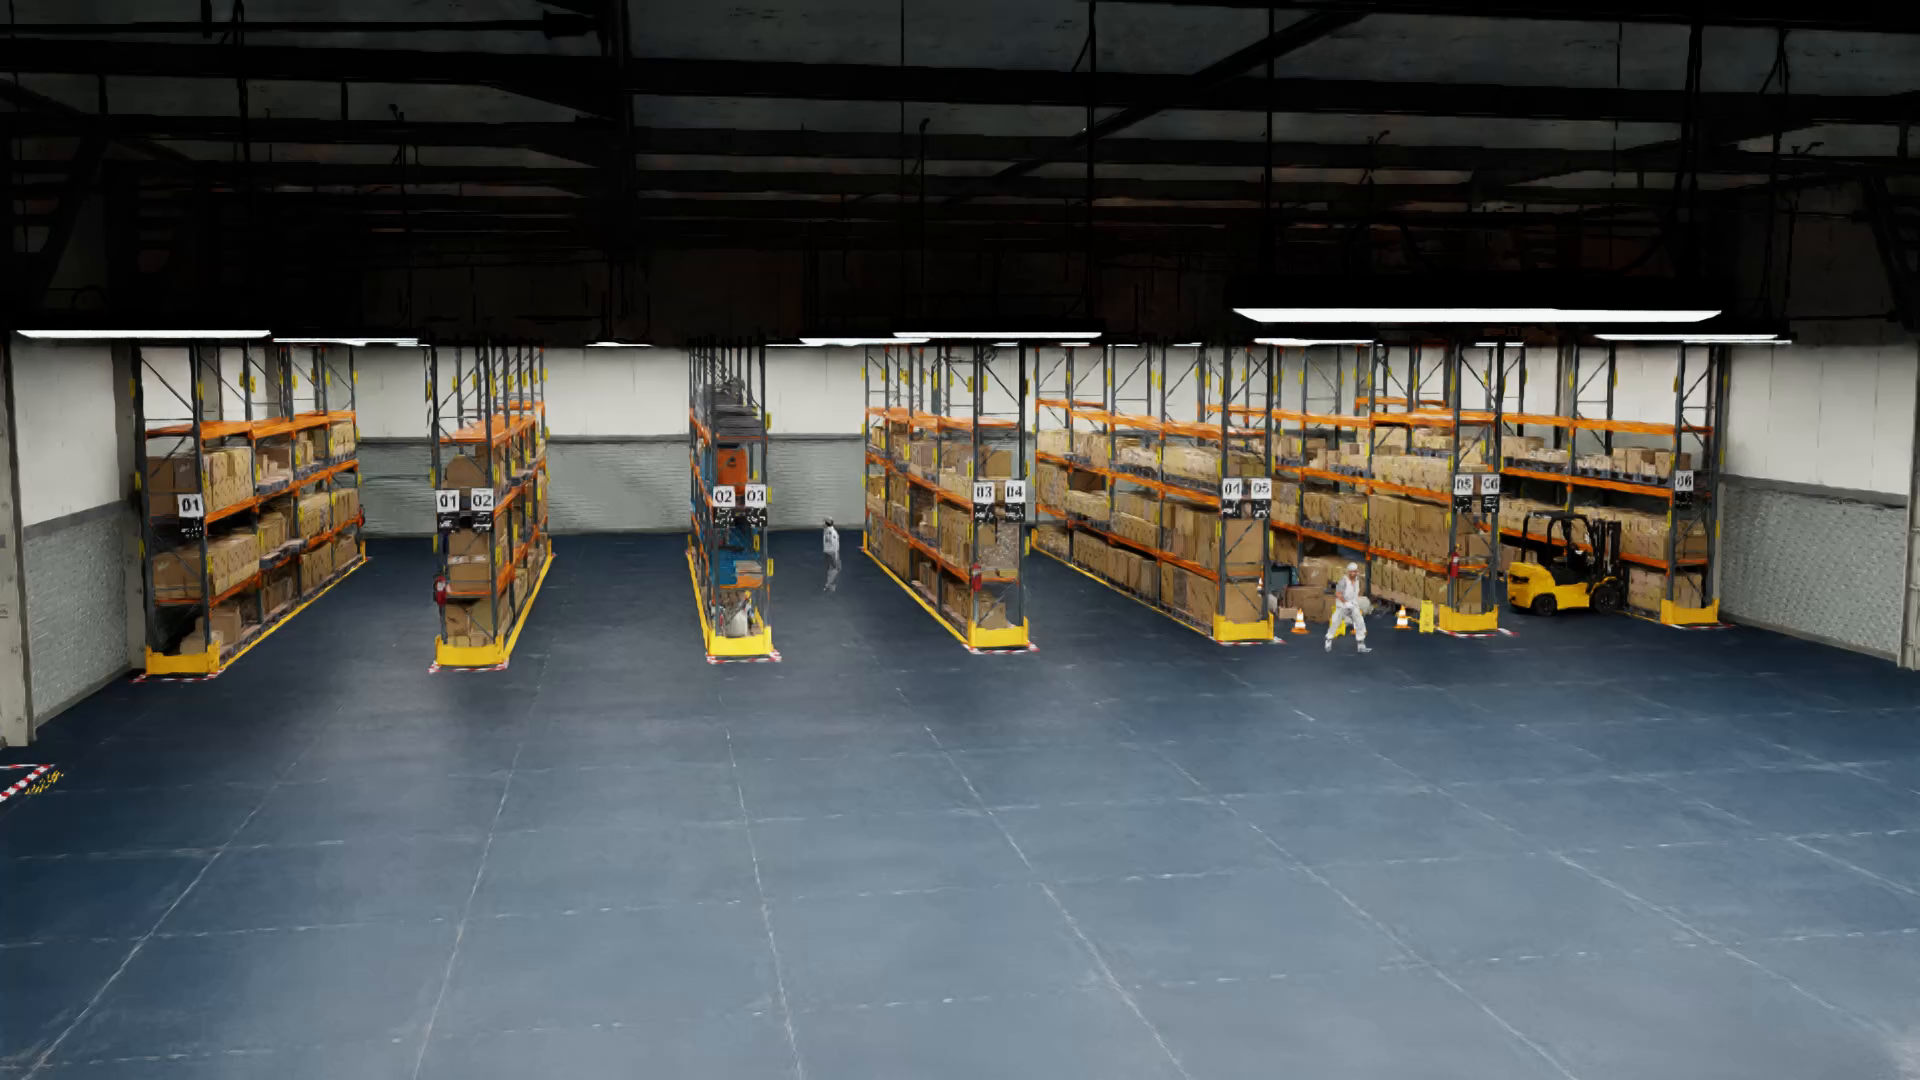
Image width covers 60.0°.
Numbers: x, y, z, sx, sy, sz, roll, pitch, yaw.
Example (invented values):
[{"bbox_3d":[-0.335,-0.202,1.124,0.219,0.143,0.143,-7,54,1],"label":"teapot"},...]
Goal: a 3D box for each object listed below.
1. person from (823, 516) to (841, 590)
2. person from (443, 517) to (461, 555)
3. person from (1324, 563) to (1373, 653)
[{"bbox_3d":[-2.951,0.287,37.909,0.398,1.665,0.518,-5,8,-39],"label":"person"},{"bbox_3d":[-14.207,-0.363,46.310,0.625,1.596,0.517,-1,7,-12],"label":"person"},{"bbox_3d":[7.308,1.266,31.405,0.676,1.719,0.842,-3,7,-27],"label":"person"}]
